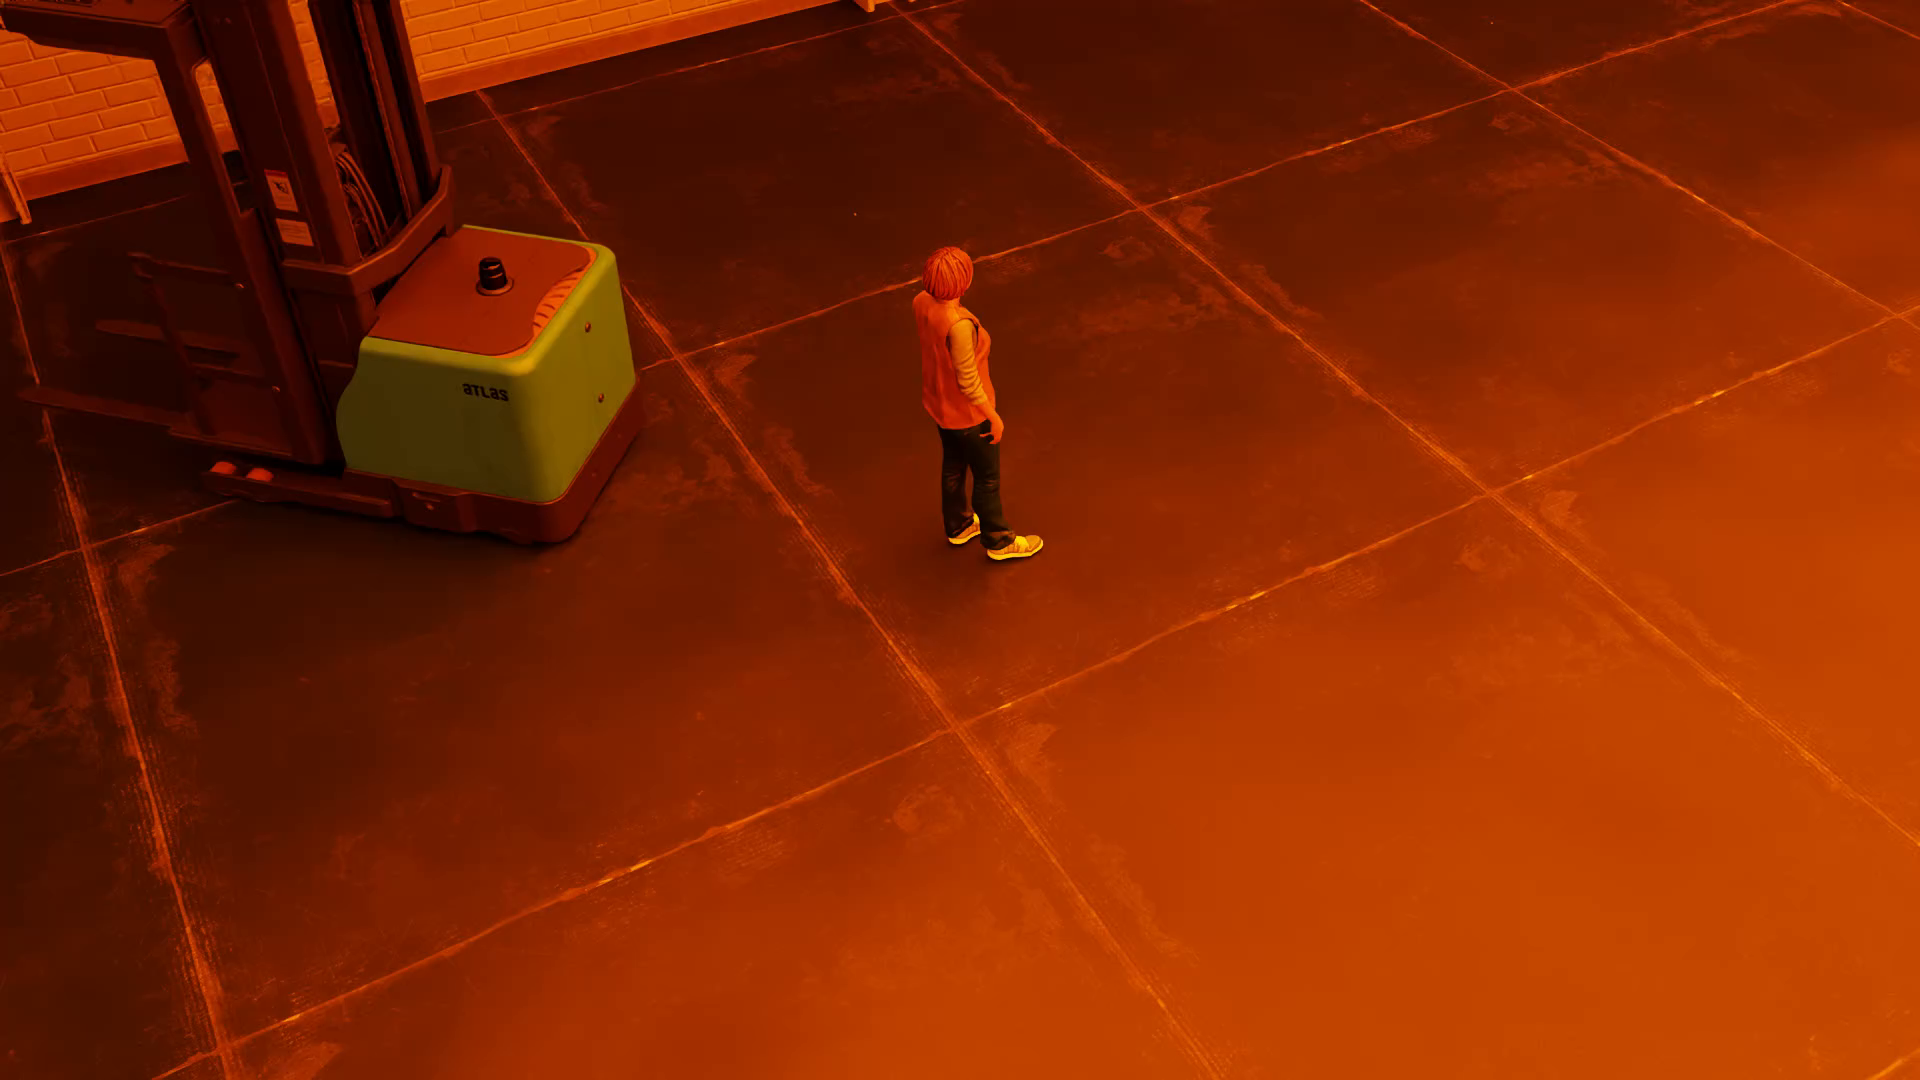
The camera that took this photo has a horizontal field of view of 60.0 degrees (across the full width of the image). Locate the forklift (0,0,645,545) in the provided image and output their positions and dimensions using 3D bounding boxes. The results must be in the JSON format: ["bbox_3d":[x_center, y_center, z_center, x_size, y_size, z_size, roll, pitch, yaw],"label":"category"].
[{"bbox_3d":[-3.166,-1.594,7.417,3.031,2.935,1.130,10,44,11],"label":"forklift"}]

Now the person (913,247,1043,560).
[{"bbox_3d":[0.072,-0.608,7.324,0.473,1.599,0.521,-21,47,-21],"label":"person"}]
